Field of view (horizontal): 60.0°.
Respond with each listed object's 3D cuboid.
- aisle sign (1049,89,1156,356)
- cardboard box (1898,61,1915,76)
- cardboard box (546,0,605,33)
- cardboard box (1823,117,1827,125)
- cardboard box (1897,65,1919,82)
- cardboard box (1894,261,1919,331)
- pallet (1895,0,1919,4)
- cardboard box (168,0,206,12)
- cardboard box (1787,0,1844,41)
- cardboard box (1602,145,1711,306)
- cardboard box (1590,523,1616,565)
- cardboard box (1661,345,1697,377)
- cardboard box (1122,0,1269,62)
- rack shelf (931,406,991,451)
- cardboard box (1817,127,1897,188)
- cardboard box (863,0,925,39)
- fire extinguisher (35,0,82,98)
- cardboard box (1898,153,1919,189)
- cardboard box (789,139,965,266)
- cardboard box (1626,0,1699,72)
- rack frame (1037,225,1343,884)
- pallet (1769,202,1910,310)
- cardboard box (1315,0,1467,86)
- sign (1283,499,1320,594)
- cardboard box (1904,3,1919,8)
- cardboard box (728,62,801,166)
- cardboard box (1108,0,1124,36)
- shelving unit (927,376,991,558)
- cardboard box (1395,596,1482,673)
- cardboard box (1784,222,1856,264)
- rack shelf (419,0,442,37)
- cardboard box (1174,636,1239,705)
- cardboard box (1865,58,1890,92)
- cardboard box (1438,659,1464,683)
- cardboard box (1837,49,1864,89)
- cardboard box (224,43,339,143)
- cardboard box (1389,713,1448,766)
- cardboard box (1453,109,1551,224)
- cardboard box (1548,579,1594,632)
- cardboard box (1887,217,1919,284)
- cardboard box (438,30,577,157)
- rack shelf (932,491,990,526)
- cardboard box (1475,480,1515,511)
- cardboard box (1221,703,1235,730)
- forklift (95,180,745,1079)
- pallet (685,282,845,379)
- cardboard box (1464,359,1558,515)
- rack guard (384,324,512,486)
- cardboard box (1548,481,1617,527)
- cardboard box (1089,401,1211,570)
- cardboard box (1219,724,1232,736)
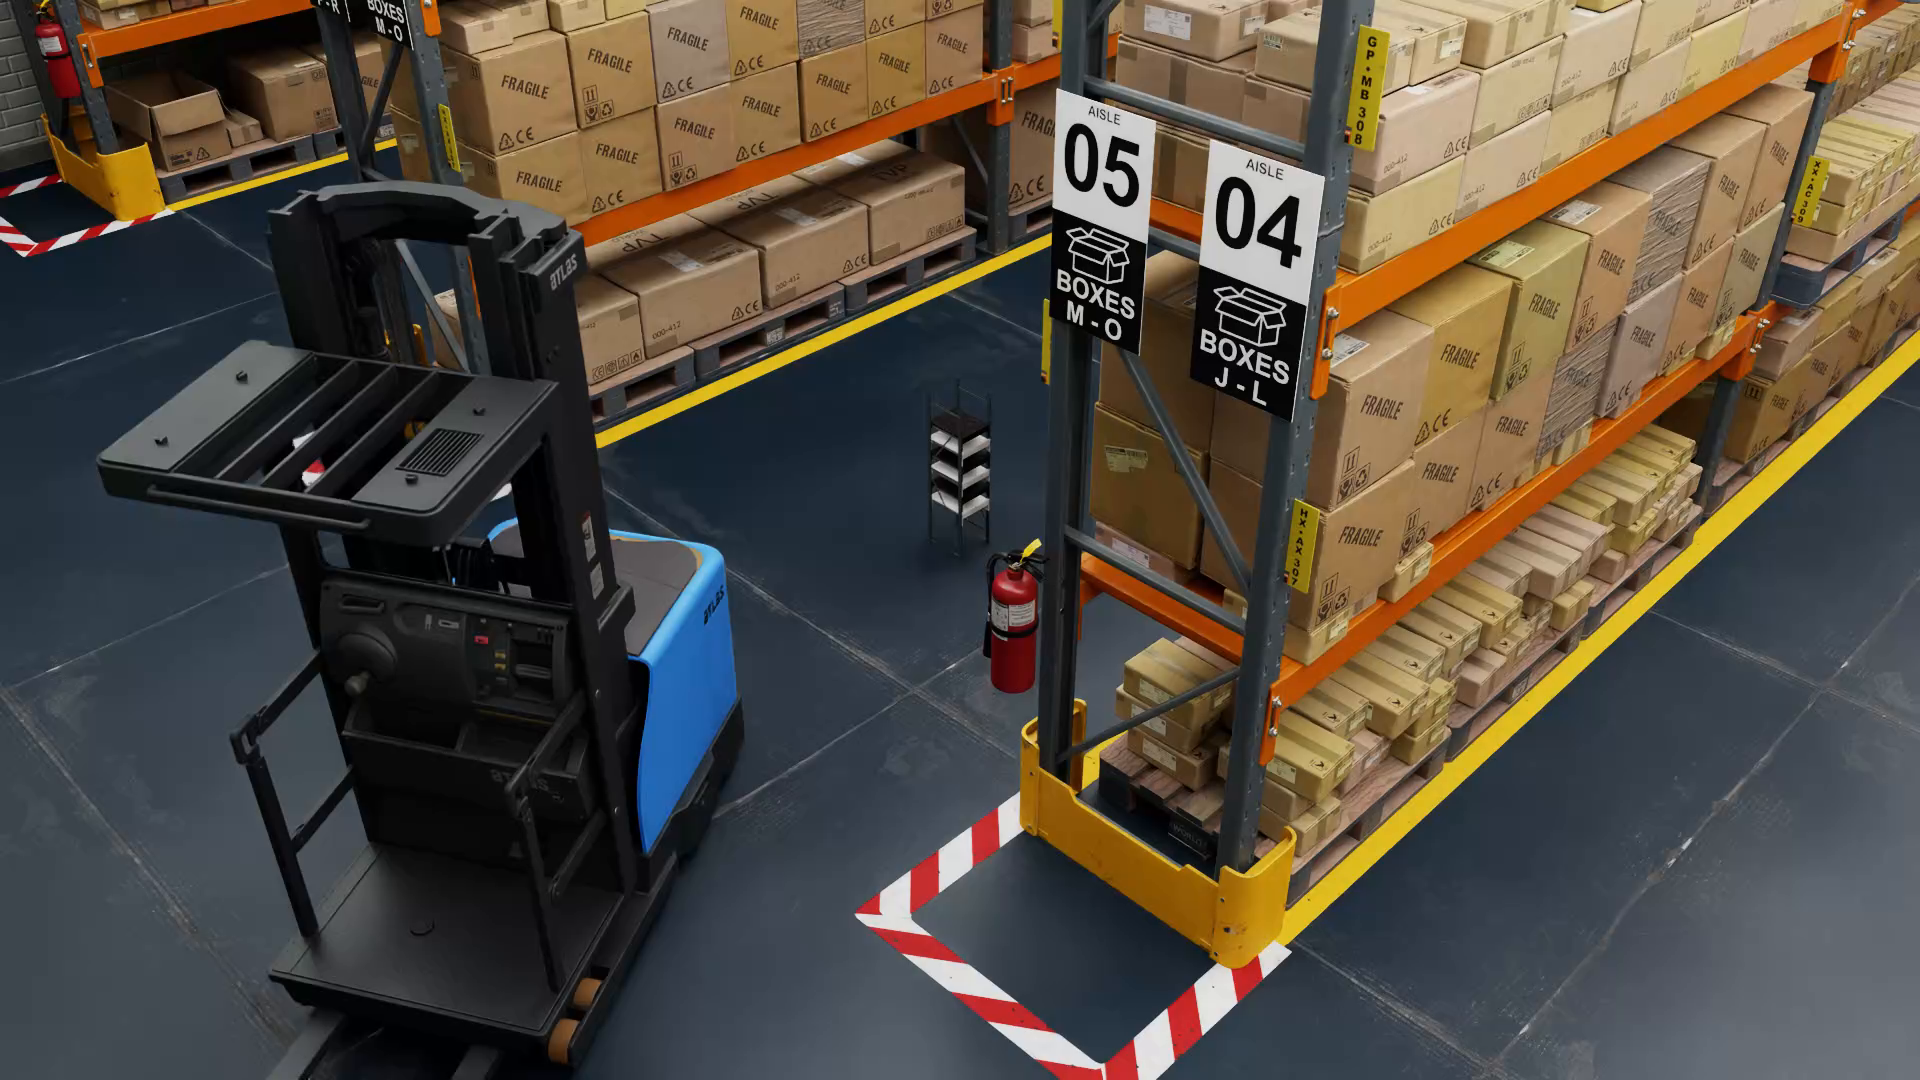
[{"bbox_3d":[0.441,-1.000,5.280,0.394,0.787,0.004,30,45,35],"label":"aisle sign"},{"bbox_3d":[5.505,-2.840,10.044,0.250,0.149,0.380,-27,43,-33],"label":"cardboard box"},{"bbox_3d":[-2.033,-2.741,8.520,0.250,0.149,0.380,-28,44,-34],"label":"cardboard box"},{"bbox_3d":[4.579,-2.307,9.279,0.250,0.149,0.380,-28,43,-34],"label":"cardboard box"},{"bbox_3d":[5.226,-2.390,8.878,0.250,0.149,0.380,-28,44,-34],"label":"cardboard box"},{"bbox_3d":[5.696,-1.655,10.310,0.500,0.500,0.500,-28,44,-34],"label":"cardboard box"},{"bbox_3d":[4.035,-2.827,7.715,1.213,0.211,1.003,30,45,35],"label":"pallet"},{"bbox_3d":[-5.670,-3.958,12.013,0.380,0.149,0.250,29,44,35],"label":"cardboard box"},{"bbox_3d":[3.370,-2.327,6.964,0.500,0.250,0.500,-29,44,-35],"label":"cardboard box"},{"bbox_3d":[2.654,-1.326,6.798,0.500,0.500,0.500,-29,44,-35],"label":"cardboard box"},{"bbox_3d":[2.923,-0.042,8.044,0.250,0.149,0.380,-29,44,-35],"label":"cardboard box"},{"bbox_3d":[3.154,-0.920,7.657,0.250,0.149,0.380,-28,44,-34],"label":"cardboard box"},{"bbox_3d":[0.731,-1.633,5.184,0.380,0.149,0.250,29,44,35],"label":"cardboard box"},{"bbox_3d":[-0.006,-0.560,8.343,0.258,0.077,0.200,30,45,35],"label":"rack shelf"},{"bbox_3d":[4.320,-1.870,8.132,0.250,0.149,0.380,-29,44,-34],"label":"cardboard box"},{"bbox_3d":[-0.560,-3.366,9.983,0.500,0.500,0.500,29,44,35],"label":"cardboard box"},{"bbox_3d":[-6.179,-3.365,11.337,0.296,0.674,0.183,30,45,35],"label":"fire extinguisher"},{"bbox_3d":[4.673,-1.949,8.505,0.380,0.149,0.250,28,43,34],"label":"cardboard box"},{"bbox_3d":[-0.578,-2.330,11.332,0.875,0.438,0.875,29,44,35],"label":"cardboard box"},{"bbox_3d":[2.286,-1.908,5.927,0.500,0.250,0.500,28,43,34],"label":"cardboard box"},{"bbox_3d":[0.706,0.157,5.893,1.000,3.000,0.127,30,45,35],"label":"rack frame"},{"bbox_3d":[4.166,-1.639,8.637,1.003,0.211,1.213,30,45,35],"label":"pallet"},{"bbox_3d":[1.288,-1.516,5.016,0.250,0.149,0.380,-28,44,-34],"label":"cardboard box"},{"bbox_3d":[1.091,0.021,5.332,0.100,0.325,0.005,30,45,35],"label":"sign"},{"bbox_3d":[5.692,-3.184,10.016,0.380,0.149,0.250,28,44,34],"label":"cardboard box"},{"bbox_3d":[-1.287,-2.543,9.677,0.500,0.500,0.500,-28,44,-34],"label":"cardboard box"},{"bbox_3d":[0.801,-3.642,11.471,0.500,0.250,0.500,28,44,34],"label":"cardboard box"},{"bbox_3d":[-0.006,-0.366,8.479,0.258,0.900,0.210,30,45,35],"label":"shelving unit"},{"bbox_3d":[2.011,0.381,7.177,0.250,0.149,0.380,-28,44,-34],"label":"cardboard box"},{"bbox_3d":[4.128,-1.510,8.136,0.380,0.149,0.250,27,43,33],"label":"cardboard box"},{"bbox_3d":[-1.469,-3.544,9.207,1.077,0.370,4.000,30,45,35],"label":"rack shelf"},{"bbox_3d":[1.117,0.515,6.986,0.250,0.149,0.380,-29,44,-35],"label":"cardboard box"},{"bbox_3d":[5.130,-2.742,9.643,0.380,0.149,0.250,30,45,35],"label":"cardboard box"},{"bbox_3d":[1.977,0.493,7.276,0.380,0.149,0.250,27,43,33],"label":"cardboard box"},{"bbox_3d":[4.776,-2.660,9.265,0.380,0.149,0.250,29,44,35],"label":"cardboard box"},{"bbox_3d":[-5.275,-3.484,12.932,0.500,0.500,0.700,-28,44,-34],"label":"cardboard box"},{"bbox_3d":[1.856,0.768,7.142,0.250,0.149,0.380,-29,44,-35],"label":"cardboard box"},{"bbox_3d":[1.578,-1.303,5.495,0.500,0.250,0.500,-28,44,-34],"label":"cardboard box"},{"bbox_3d":[2.760,0.247,7.889,0.380,0.149,0.250,29,44,35],"label":"cardboard box"},{"bbox_3d":[5.329,-1.752,9.793,0.500,0.250,0.500,-29,44,-35],"label":"cardboard box"},{"bbox_3d":[-2.338,-2.328,8.495,0.500,0.500,0.500,28,44,34],"label":"cardboard box"},{"bbox_3d":[-0.006,-0.191,8.601,0.258,0.077,0.200,30,45,35],"label":"rack shelf"},{"bbox_3d":[2.032,-0.296,6.763,0.380,0.149,0.250,29,44,34],"label":"cardboard box"},{"bbox_3d":[1.097,0.619,7.096,0.380,0.149,0.250,28,44,34],"label":"cardboard box"},{"bbox_3d":[-1.825,0.447,5.537,1.130,2.935,3.031,9,36,12],"label":"forklift"},{"bbox_3d":[-1.511,-1.502,10.710,1.003,0.211,1.213,30,45,35],"label":"pallet"},{"bbox_3d":[1.931,-0.498,6.485,0.500,0.500,0.500,-29,44,-35],"label":"cardboard box"},{"bbox_3d":[-2.895,-0.762,9.396,1.175,0.500,0.348,30,45,35],"label":"rack guard"},{"bbox_3d":[2.898,-0.166,7.962,0.250,0.149,0.380,-28,44,-34],"label":"cardboard box"},{"bbox_3d":[0.840,-0.292,6.189,0.500,0.500,0.500,-29,44,-35],"label":"cardboard box"},{"bbox_3d":[1.038,0.712,7.223,0.250,0.149,0.380,-28,44,-34],"label":"cardboard box"}]
